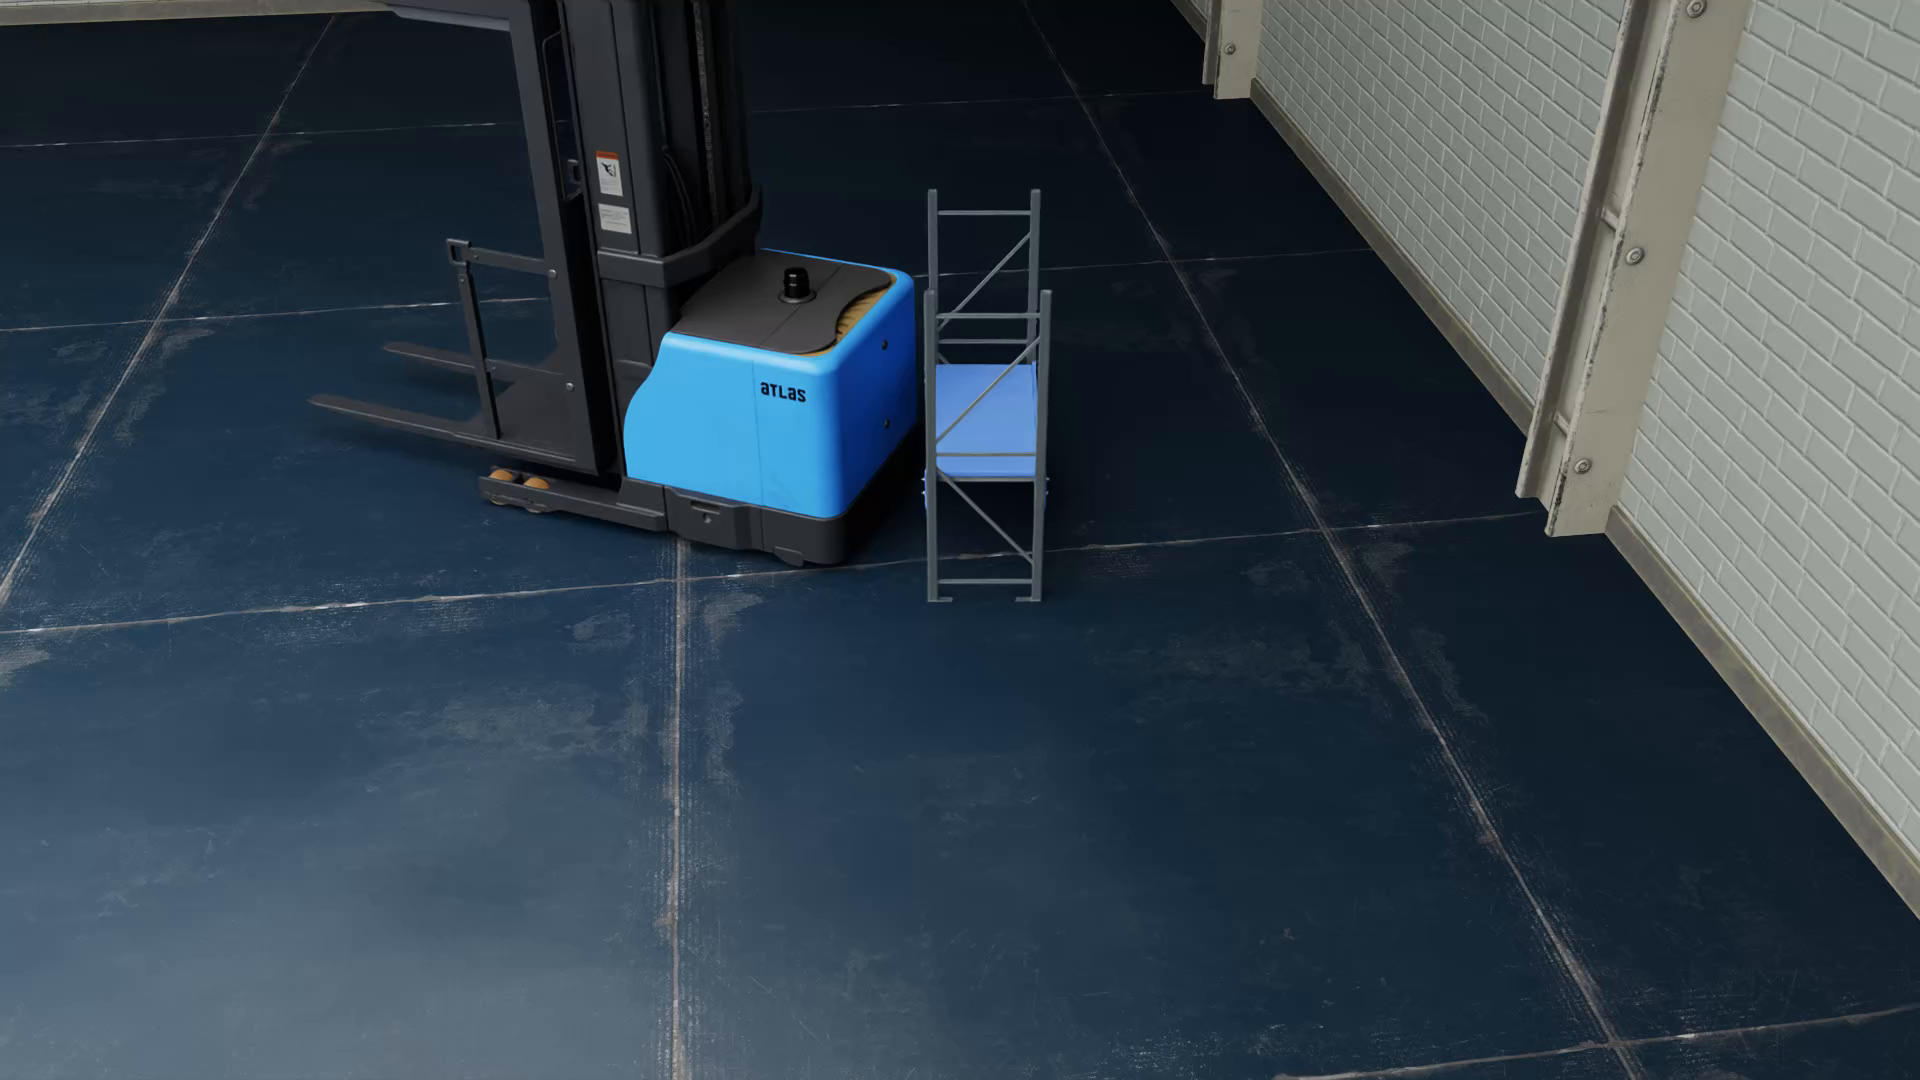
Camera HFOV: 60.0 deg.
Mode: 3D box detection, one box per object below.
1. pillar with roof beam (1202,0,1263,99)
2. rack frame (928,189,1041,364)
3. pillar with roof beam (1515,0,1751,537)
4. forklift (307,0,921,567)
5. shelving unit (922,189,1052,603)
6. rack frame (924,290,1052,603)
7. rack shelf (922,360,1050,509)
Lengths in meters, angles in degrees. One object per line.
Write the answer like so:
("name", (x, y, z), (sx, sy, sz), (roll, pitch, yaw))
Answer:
("pillar with roof beam", (-2.194, -6.877, 9.851), (9.100, 9.000, 0.400), (-4, 35, -6))
("rack frame", (0.107, -0.925, 7.775), (0.500, 1.500, 0.032), (0, 34, 0))
("pillar with roof beam", (-1.387, -3.529, 4.938), (9.100, 9.000, 0.400), (-4, 35, -6))
("forklift", (-1.765, -1.604, 7.500), (3.031, 2.935, 1.130), (12, 36, 17))
("shelving unit", (0.108, -0.639, 7.355), (0.538, 1.500, 1.048), (0, 34, 0))
("rack frame", (0.109, -0.352, 6.935), (0.500, 1.500, 0.032), (0, 34, 0))
("rack shelf", (0.108, -0.490, 7.456), (0.538, 0.185, 1.000), (0, 34, 0))
